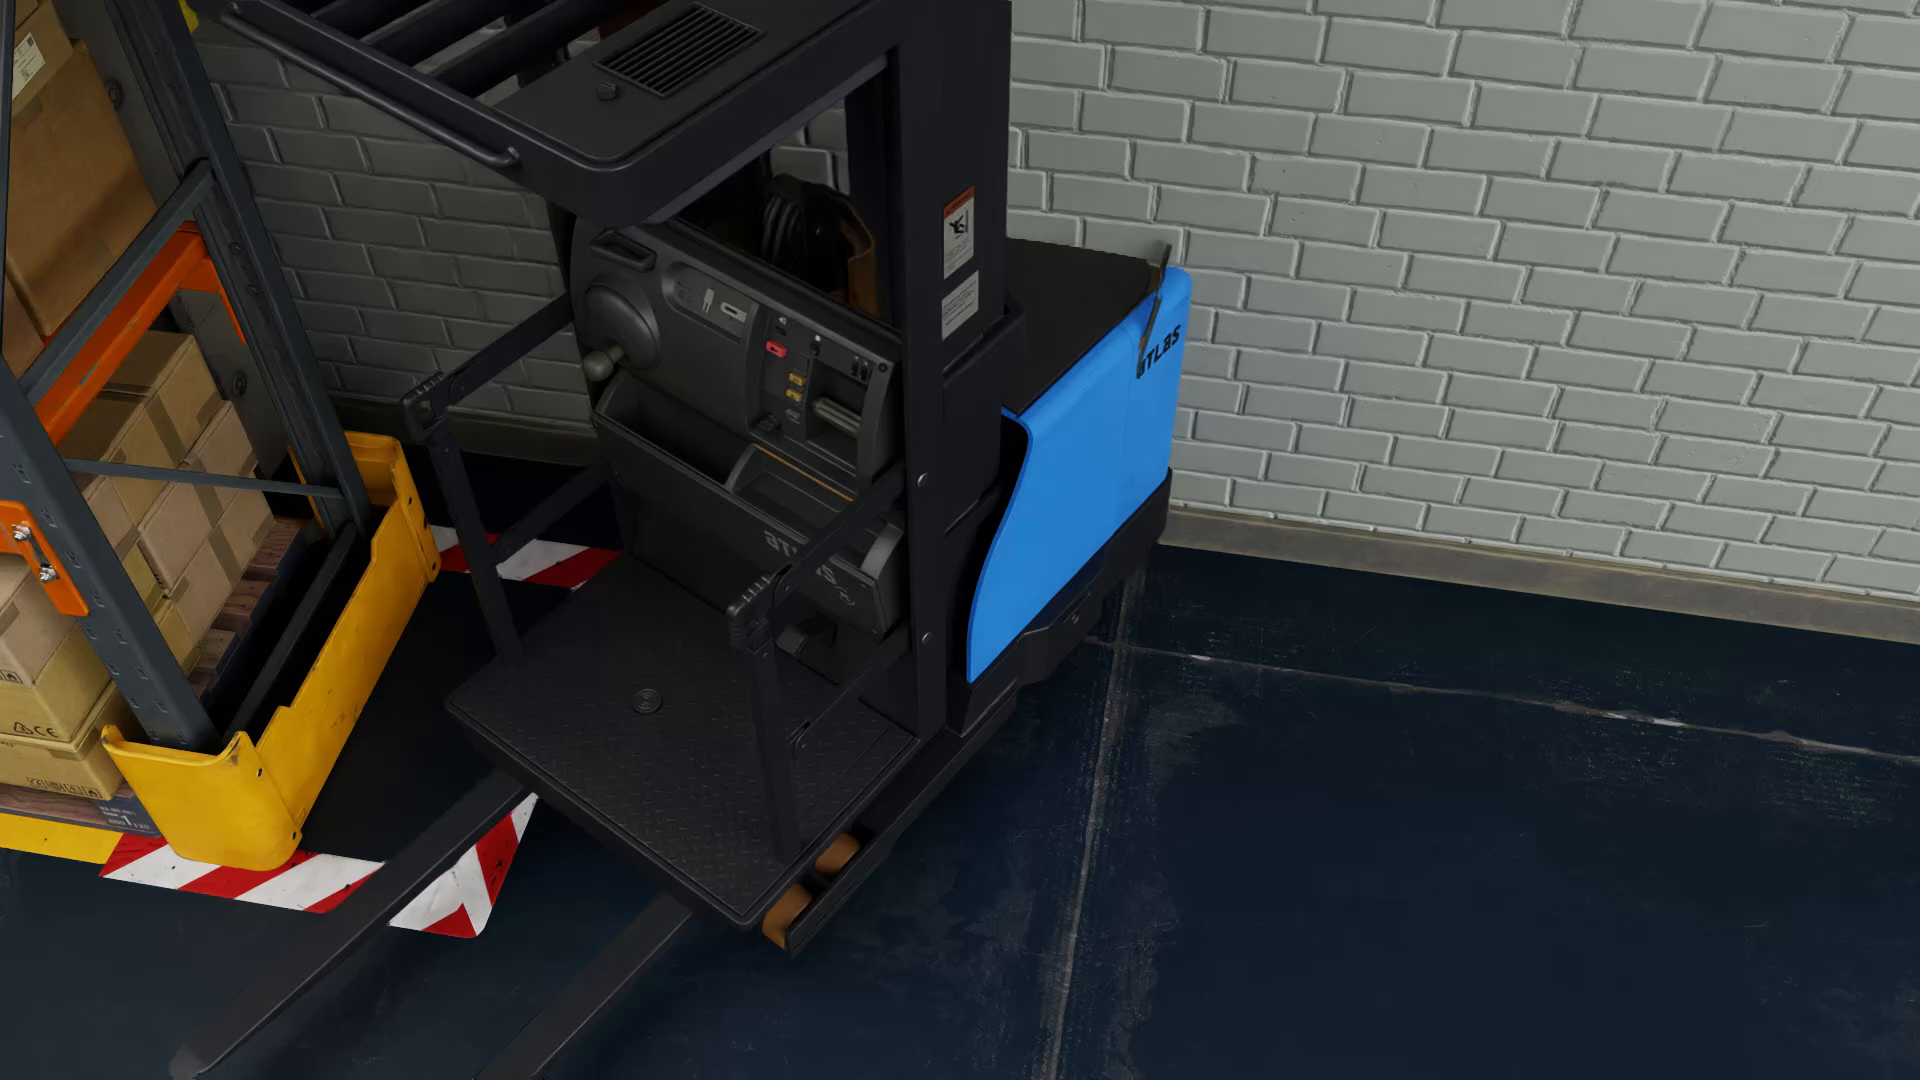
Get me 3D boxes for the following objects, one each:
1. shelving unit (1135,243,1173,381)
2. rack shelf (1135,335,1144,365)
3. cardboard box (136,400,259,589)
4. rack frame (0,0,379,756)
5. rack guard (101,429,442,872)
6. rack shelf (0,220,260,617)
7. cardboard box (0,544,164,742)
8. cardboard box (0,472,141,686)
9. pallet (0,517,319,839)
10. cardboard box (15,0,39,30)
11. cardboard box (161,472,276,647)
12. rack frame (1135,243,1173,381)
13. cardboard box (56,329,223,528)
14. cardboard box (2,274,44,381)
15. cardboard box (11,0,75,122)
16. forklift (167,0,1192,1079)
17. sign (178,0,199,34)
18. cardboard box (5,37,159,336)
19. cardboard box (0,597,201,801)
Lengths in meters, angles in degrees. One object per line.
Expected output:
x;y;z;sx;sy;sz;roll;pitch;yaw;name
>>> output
0.197;-0.362;4.750;0.503;1.200;0.258;15;47;1;shelving unit
0.261;-0.622;4.462;0.480;0.148;0.258;15;47;1;rack shelf
-2.327;-0.164;4.611;0.500;0.250;0.500;8;49;8;cardboard box
-1.901;-0.561;3.738;0.127;3.000;1.000;8;49;7;rack frame
-1.878;0.278;4.664;0.348;0.500;1.175;8;49;7;rack guard
-3.870;-0.585;4.243;4.000;0.370;1.077;8;49;7;rack shelf
-2.436;0.215;4.270;0.500;0.250;0.500;7;48;6;cardboard box
-2.410;0.051;4.082;0.500;0.250;0.500;9;49;8;cardboard box
-2.661;0.300;4.838;1.213;0.211;1.003;8;49;7;pallet
-2.194;-1.111;3.529;0.250;0.149;0.380;7;48;6;cardboard box
-2.350;0.010;4.791;0.500;0.250;0.500;8;49;7;cardboard box
0.433;-0.300;4.746;0.015;1.200;0.240;15;47;1;rack frame
-2.341;-0.319;4.414;0.500;0.250;0.500;7;48;6;cardboard box
-2.432;-0.467;3.586;0.500;0.500;0.500;7;48;6;cardboard box
-2.189;-1.046;3.670;0.250;0.149;0.380;7;48;6;cardboard box
-0.652;-0.347;3.592;1.130;2.935;3.031;30;55;24;forklift
-1.797;-1.282;3.750;0.005;0.325;0.100;8;49;7;sign
-2.340;-0.863;3.942;0.500;0.500;0.500;9;49;8;cardboard box
-2.420;0.387;4.452;0.500;0.250;0.500;8;49;7;cardboard box
